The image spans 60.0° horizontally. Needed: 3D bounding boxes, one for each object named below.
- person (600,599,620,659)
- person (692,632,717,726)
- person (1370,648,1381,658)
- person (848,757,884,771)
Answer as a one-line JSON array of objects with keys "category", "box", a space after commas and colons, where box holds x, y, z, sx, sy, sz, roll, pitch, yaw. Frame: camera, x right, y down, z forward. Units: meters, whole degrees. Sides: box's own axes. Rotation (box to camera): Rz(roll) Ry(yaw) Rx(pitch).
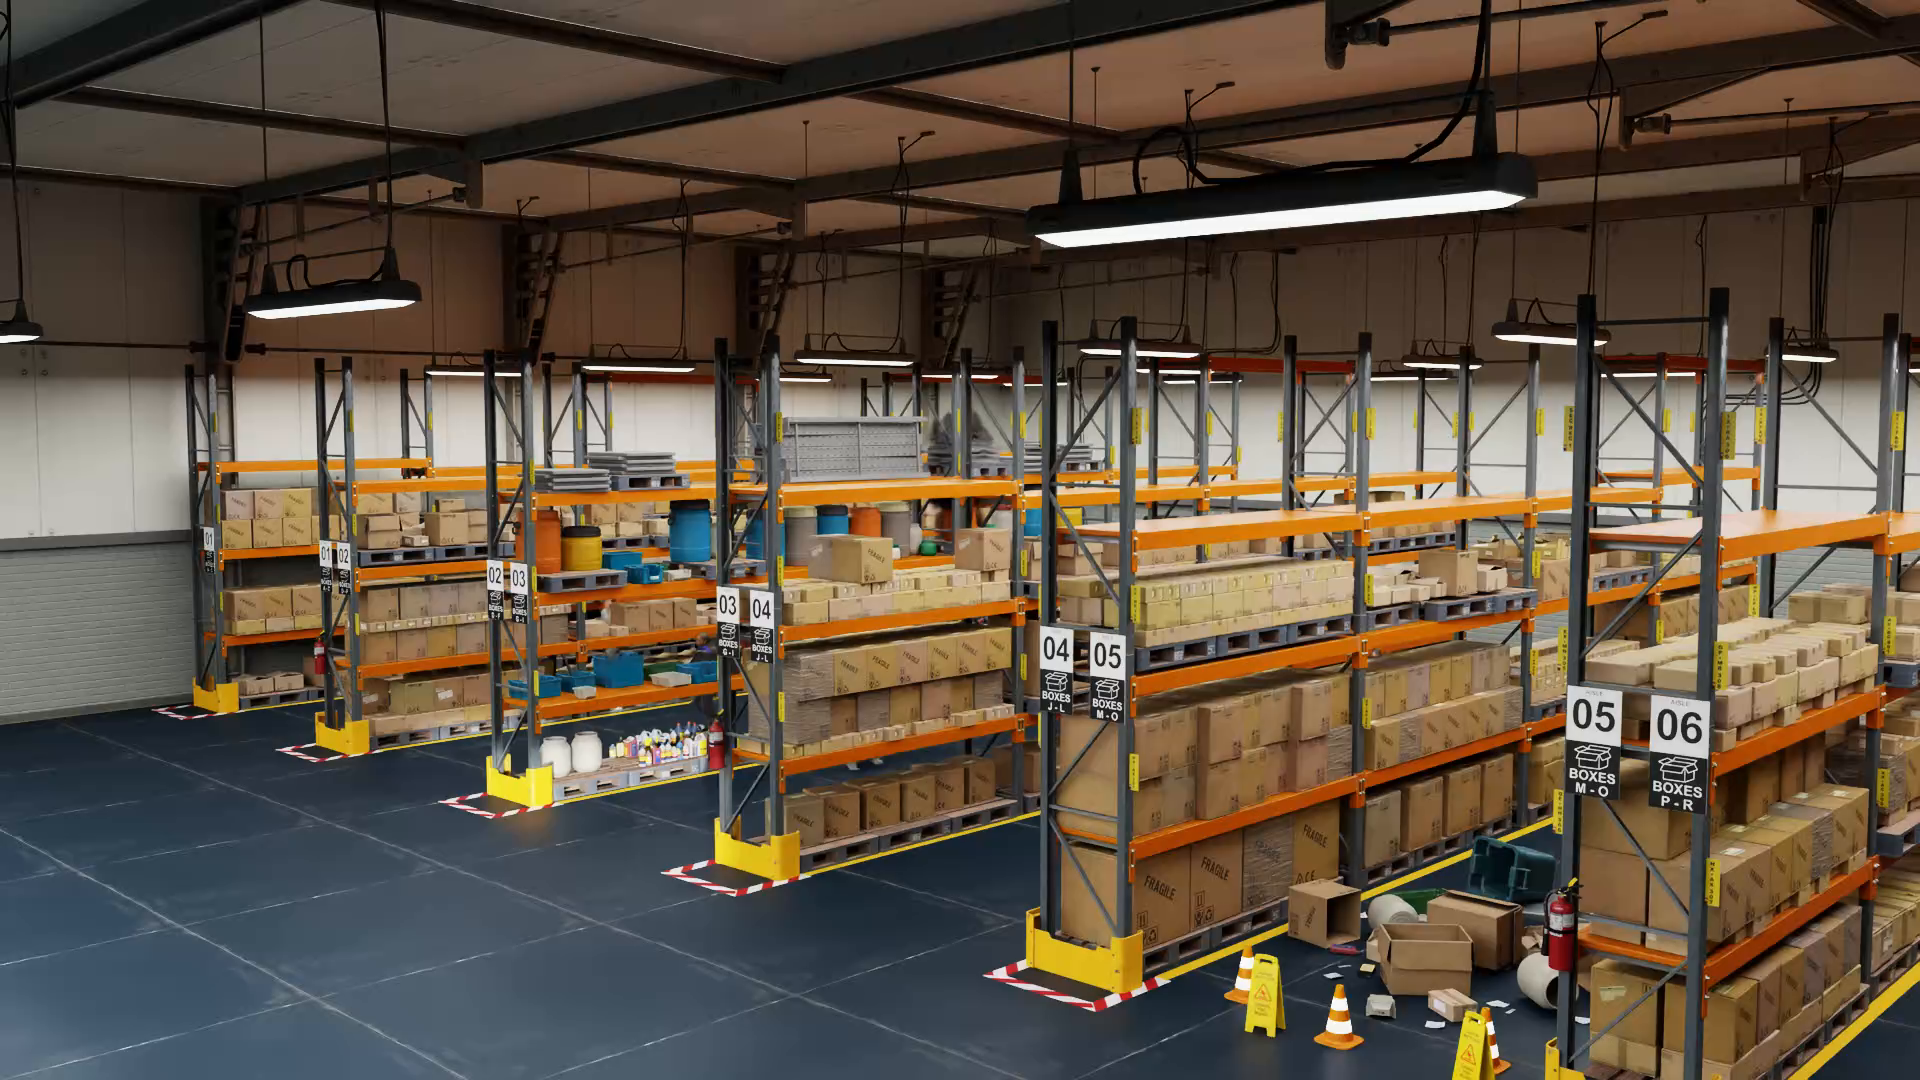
[{"category": "person", "box": [-6.763, 1.878, 32.538, 0.560, 1.618, 0.735, 2, 5, 25]}, {"category": "person", "box": [-4.094, 2.301, 26.790, 0.415, 1.674, 0.614, -1, 5, -16]}, {"category": "person", "box": [6.430, 2.419, 25.334, 0.736, 1.588, 0.587, -2, 5, -26]}, {"category": "person", "box": [-1.440, 2.487, 24.123, 0.702, 1.715, 0.802, -1, 4, -9]}]
